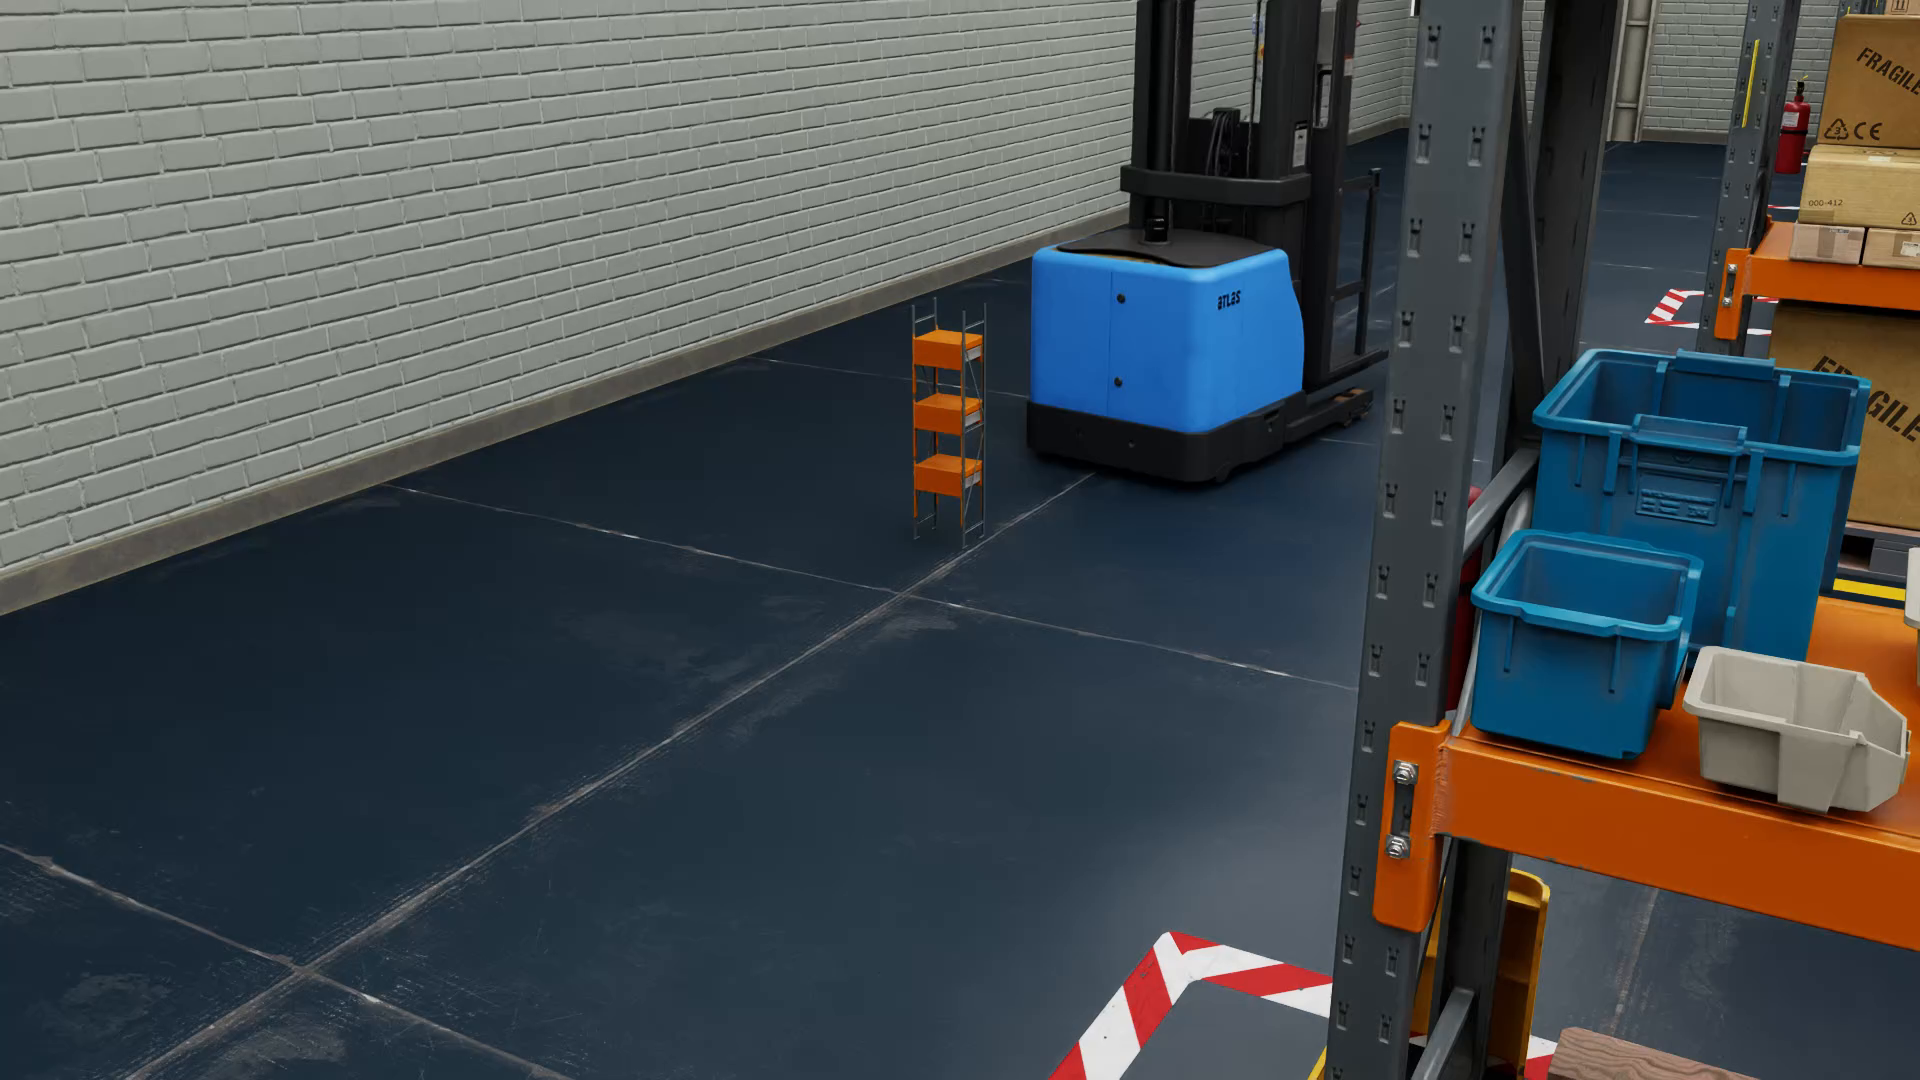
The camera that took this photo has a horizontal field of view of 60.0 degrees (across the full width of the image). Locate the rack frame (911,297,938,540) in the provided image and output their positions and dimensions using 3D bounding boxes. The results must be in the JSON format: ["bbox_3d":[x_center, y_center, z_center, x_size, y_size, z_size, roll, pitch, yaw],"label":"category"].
[{"bbox_3d":[-0.153,-0.523,7.267,0.008,1.050,0.200,11,23,27],"label":"rack frame"}]

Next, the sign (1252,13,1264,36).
[{"bbox_3d":[3.180,-5.502,17.738,0.001,0.218,0.327,11,23,27],"label":"sign"}]

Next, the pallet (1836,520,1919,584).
[{"bbox_3d":[4.094,-0.078,7.269,1.213,0.211,1.003,11,23,27],"label":"pallet"}]

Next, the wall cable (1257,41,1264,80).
[{"bbox_3d":[3.257,-5.871,17.617,0.123,1.953,0.585,11,23,27],"label":"wall cable"}]

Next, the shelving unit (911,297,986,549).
[{"bbox_3d":[-0.047,-0.502,7.211,0.252,1.050,0.215,11,23,27],"label":"shelving unit"}]

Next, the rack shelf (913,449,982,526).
[{"bbox_3d":[-0.047,-0.231,7.309,0.240,0.259,0.215,11,23,27],"label":"rack shelf"}]

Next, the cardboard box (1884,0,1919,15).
[{"bbox_3d":[6.127,-3.461,10.459,0.500,0.500,0.500,11,22,27],"label":"cardboard box"}]

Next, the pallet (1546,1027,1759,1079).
[{"bbox_3d":[1.643,1.436,3.097,1.213,0.211,1.003,11,23,27],"label":"pallet"}]

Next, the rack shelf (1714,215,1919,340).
[{"bbox_3d":[5.104,-0.827,6.302,4.000,0.370,1.077,11,23,27],"label":"rack shelf"}]

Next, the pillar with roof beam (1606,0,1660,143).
[{"bbox_3d":[6.594,-8.182,16.724,0.400,9.000,9.100,11,23,27],"label":"pillar with roof beam"}]

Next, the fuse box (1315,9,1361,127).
[{"bbox_3d":[4.409,-5.374,19.672,0.414,1.711,0.539,11,23,27],"label":"fuse box"}]

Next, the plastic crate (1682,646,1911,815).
[{"bbox_3d":[1.237,0.289,2.468,0.298,0.136,0.250,11,23,27],"label":"plastic crate"}]

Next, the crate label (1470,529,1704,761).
[{"bbox_3d":[0.997,0.166,2.666,0.303,0.233,0.416,11,23,27],"label":"crate label"}]

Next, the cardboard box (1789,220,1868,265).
[{"bbox_3d":[3.507,-1.223,6.705,0.250,0.149,0.380,11,23,28],"label":"cardboard box"}]

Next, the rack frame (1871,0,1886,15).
[{"bbox_3d":[10.608,-5.927,19.305,0.127,3.000,1.000,11,23,27],"label":"rack frame"}]

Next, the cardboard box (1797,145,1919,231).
[{"bbox_3d":[3.645,-1.407,6.629,0.500,0.250,0.500,10,22,26],"label":"cardboard box"}]

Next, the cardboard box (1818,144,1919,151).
[{"bbox_3d":[3.910,-1.566,7.067,0.500,0.250,0.500,10,22,26],"label":"cardboard box"}]

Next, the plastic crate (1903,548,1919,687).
[{"bbox_3d":[1.743,0.154,2.841,0.243,0.136,0.396,11,23,27],"label":"plastic crate"}]

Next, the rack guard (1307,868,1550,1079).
[{"bbox_3d":[0.915,1.151,3.458,0.348,0.500,1.175,11,23,27],"label":"rack guard"}]

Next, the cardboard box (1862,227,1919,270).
[{"bbox_3d":[3.732,-1.180,6.589,0.250,0.149,0.380,10,22,27],"label":"cardboard box"}]

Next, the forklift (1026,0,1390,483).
[{"bbox_3d":[1.637,-2.087,8.821,1.130,2.935,3.031,15,25,35],"label":"forklift"}]

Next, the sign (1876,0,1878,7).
[{"bbox_3d":[10.344,-6.172,18.712,0.005,0.325,0.100,11,23,27],"label":"sign"}]

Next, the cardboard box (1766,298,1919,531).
[{"bbox_3d":[3.956,-0.614,7.159,0.875,0.875,0.875,11,23,27],"label":"cardboard box"}]

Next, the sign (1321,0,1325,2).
[{"bbox_3d":[4.201,-6.386,19.361,0.001,0.242,0.339,11,23,27],"label":"sign"}]

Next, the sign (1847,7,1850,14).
[{"bbox_3d":[5.600,-3.203,10.527,0.005,0.325,0.100,11,23,27],"label":"sign"}]

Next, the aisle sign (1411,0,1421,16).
[{"bbox_3d":[0.735,-1.169,2.377,0.004,0.787,0.394,11,23,27],"label":"aisle sign"}]

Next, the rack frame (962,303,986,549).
[{"bbox_3d":[0.060,-0.482,7.155,0.008,1.050,0.200,11,23,27],"label":"rack frame"}]

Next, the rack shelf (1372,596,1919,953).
[{"bbox_3d":[2.688,0.647,2.237,4.000,0.370,1.077,11,23,27],"label":"rack shelf"}]

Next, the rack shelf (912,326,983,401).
[{"bbox_3d":[-0.047,-0.759,7.117,0.240,0.259,0.215,11,23,27],"label":"rack shelf"}]

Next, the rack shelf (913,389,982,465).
[{"bbox_3d":[-0.047,-0.492,7.214,0.240,0.259,0.215,11,23,27],"label":"rack shelf"}]

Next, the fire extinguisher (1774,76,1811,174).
[{"bbox_3d":[5.870,-2.925,11.691,0.183,0.674,0.296,11,23,27],"label":"fire extinguisher"}]

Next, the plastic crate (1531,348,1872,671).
[{"bbox_3d":[1.326,-0.068,3.015,0.499,0.435,0.616,11,23,27],"label":"plastic crate"}]

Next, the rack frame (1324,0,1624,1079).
[{"bbox_3d":[0.942,-0.024,3.031,0.127,3.000,1.000,11,23,27],"label":"rack frame"}]

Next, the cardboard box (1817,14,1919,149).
[{"bbox_3d":[3.911,-1.917,6.935,0.500,0.500,0.500,11,23,28],"label":"cardboard box"}]

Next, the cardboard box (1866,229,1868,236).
[{"bbox_3d":[3.829,-1.419,7.246,0.250,0.149,0.380,11,23,28],"label":"cardboard box"}]

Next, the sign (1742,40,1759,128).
[{"bbox_3d":[3.082,-1.778,6.482,0.005,0.325,0.100,11,23,27],"label":"sign"}]

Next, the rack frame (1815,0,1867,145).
[{"bbox_3d":[5.865,-2.958,11.120,0.127,3.000,1.000,11,23,27],"label":"rack frame"}]

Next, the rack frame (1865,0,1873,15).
[{"bbox_3d":[8.191,-4.448,15.229,0.127,3.000,1.000,11,23,27],"label":"rack frame"}]

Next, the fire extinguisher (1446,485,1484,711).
[{"bbox_3d":[1.032,0.028,3.550,0.183,0.674,0.296,11,23,27],"label":"fire extinguisher"}]

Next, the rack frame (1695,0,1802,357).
[{"bbox_3d":[3.358,-1.498,7.096,0.127,3.000,1.000,11,23,27],"label":"rack frame"}]
